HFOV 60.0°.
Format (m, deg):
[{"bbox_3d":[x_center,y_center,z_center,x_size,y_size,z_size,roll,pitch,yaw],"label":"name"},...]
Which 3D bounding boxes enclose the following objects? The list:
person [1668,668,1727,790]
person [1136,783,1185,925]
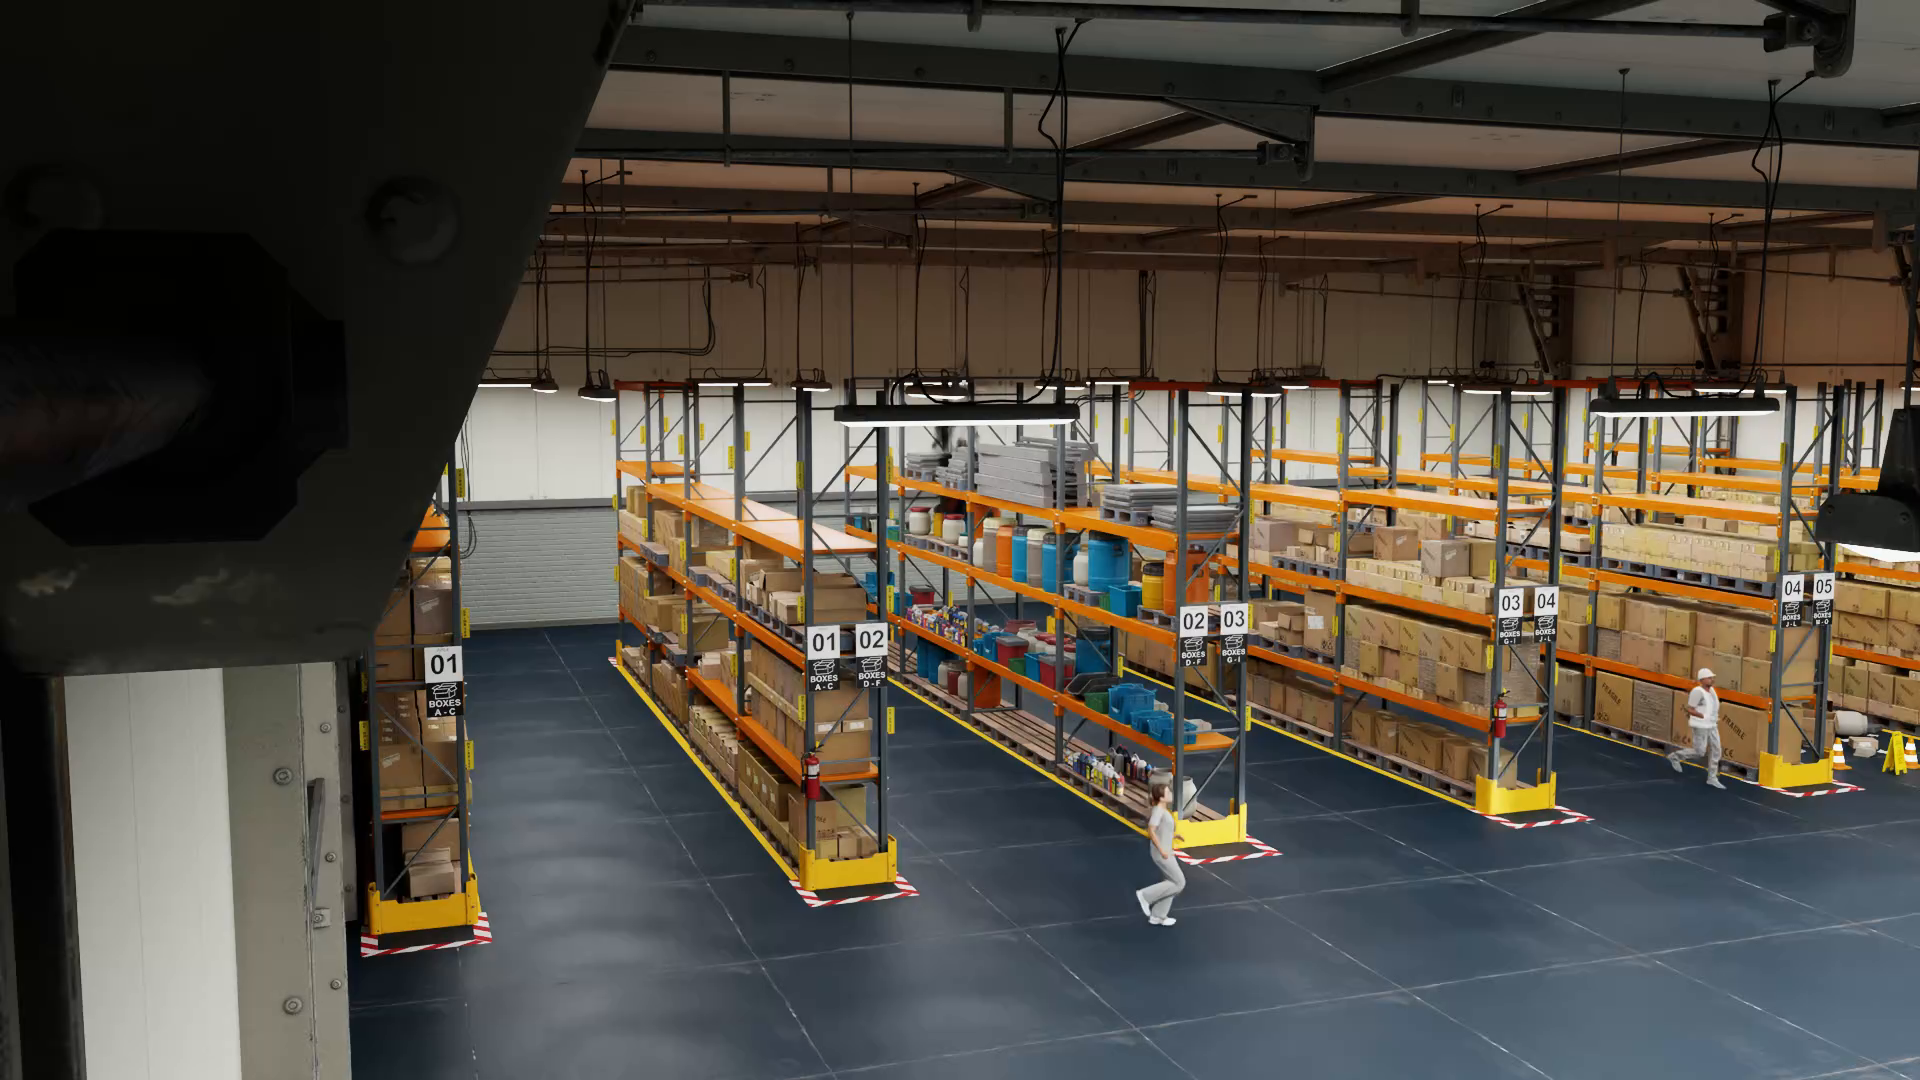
[{"bbox_3d":[11.171,2.815,25.088,0.686,1.790,0.900,-4,7,-35],"label":"person"},{"bbox_3d":[2.272,3.544,18.767,0.547,1.624,0.611,1,6,8],"label":"person"}]
